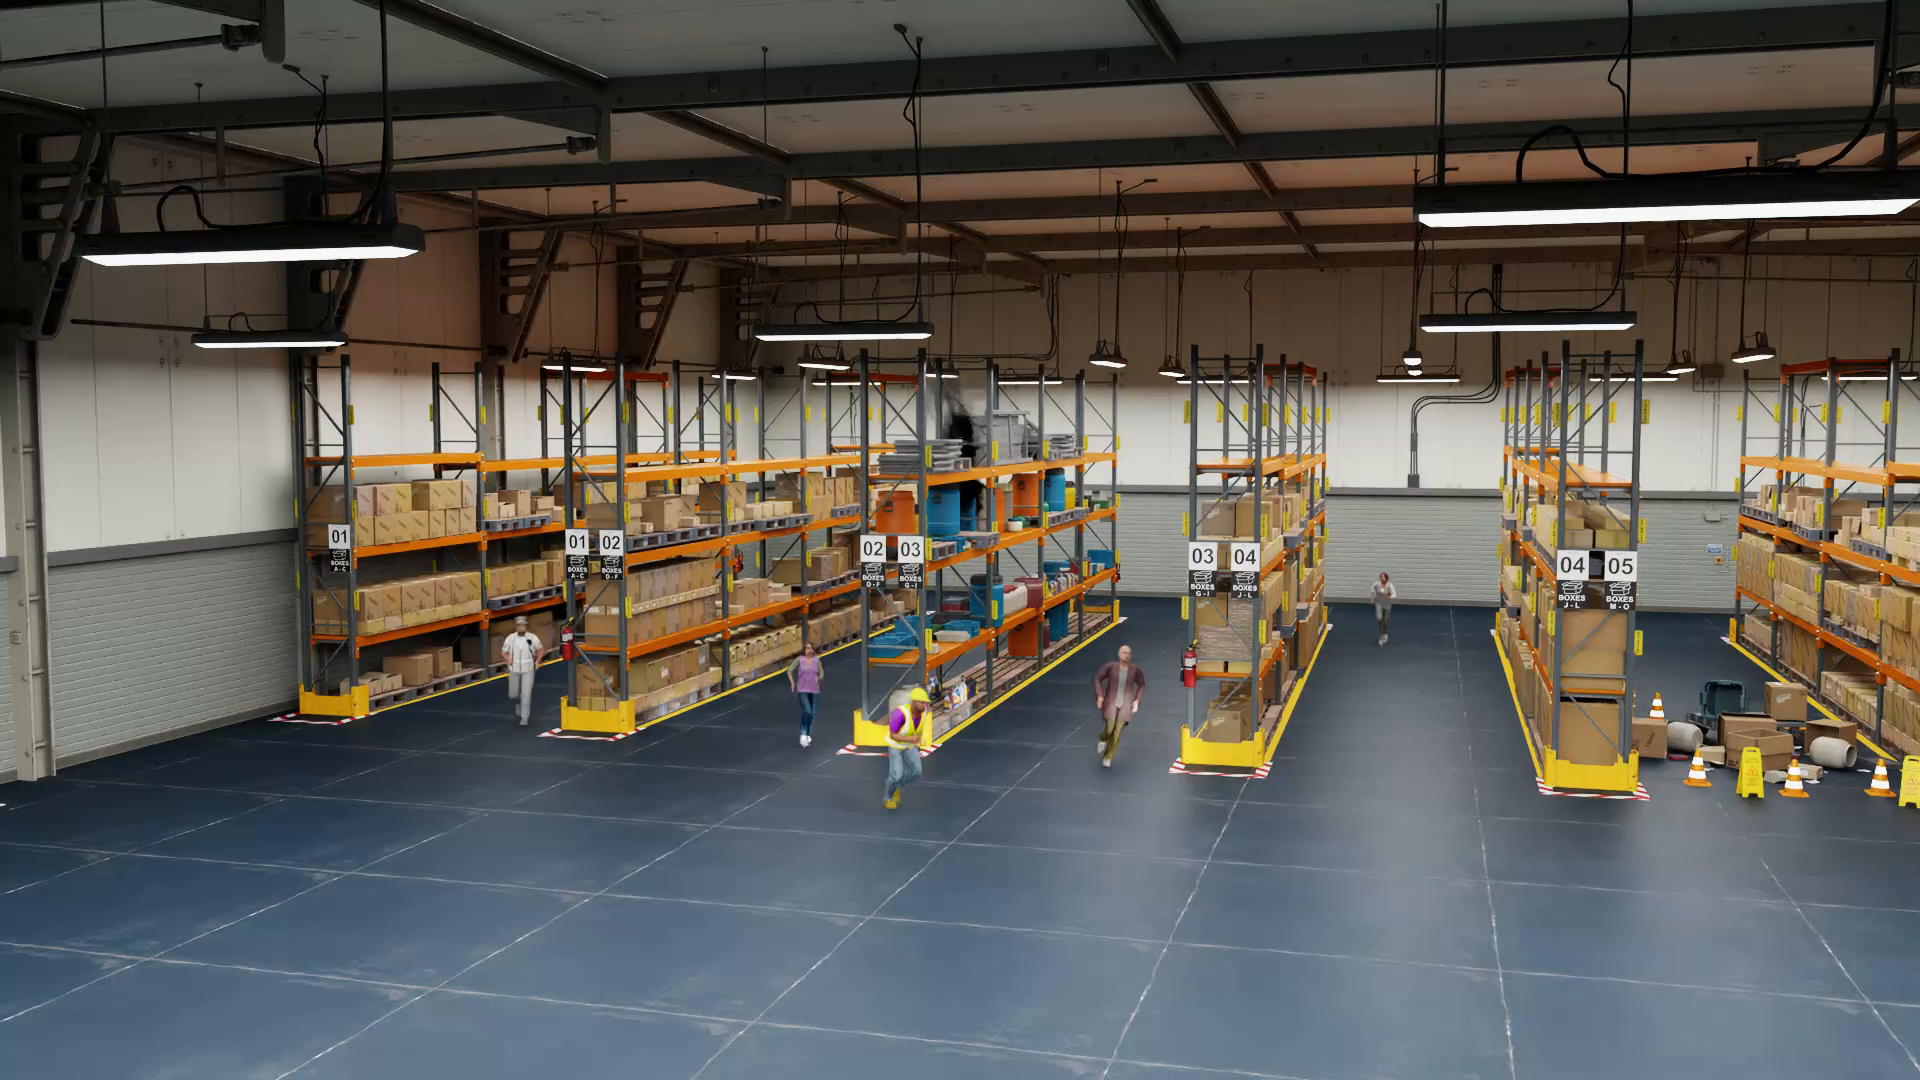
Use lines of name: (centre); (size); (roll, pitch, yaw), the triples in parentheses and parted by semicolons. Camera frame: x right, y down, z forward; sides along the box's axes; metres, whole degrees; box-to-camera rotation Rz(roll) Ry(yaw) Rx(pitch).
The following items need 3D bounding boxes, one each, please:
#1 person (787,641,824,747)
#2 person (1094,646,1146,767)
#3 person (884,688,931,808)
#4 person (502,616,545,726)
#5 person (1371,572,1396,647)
person: (-2.300, 2.319, 25.104); (0.508, 1.593, 0.663); (-2, 5, -25)
person: (2.302, 2.408, 23.845); (0.750, 1.611, 0.654); (0, 4, -1)
person: (-0.641, 2.629, 21.040); (0.737, 1.589, 0.862); (-4, 6, -42)
person: (-7.120, 2.108, 27.090); (0.672, 1.740, 0.775); (0, 4, -6)
person: (9.236, 1.494, 36.250); (0.556, 1.626, 0.804); (2, 5, 22)
